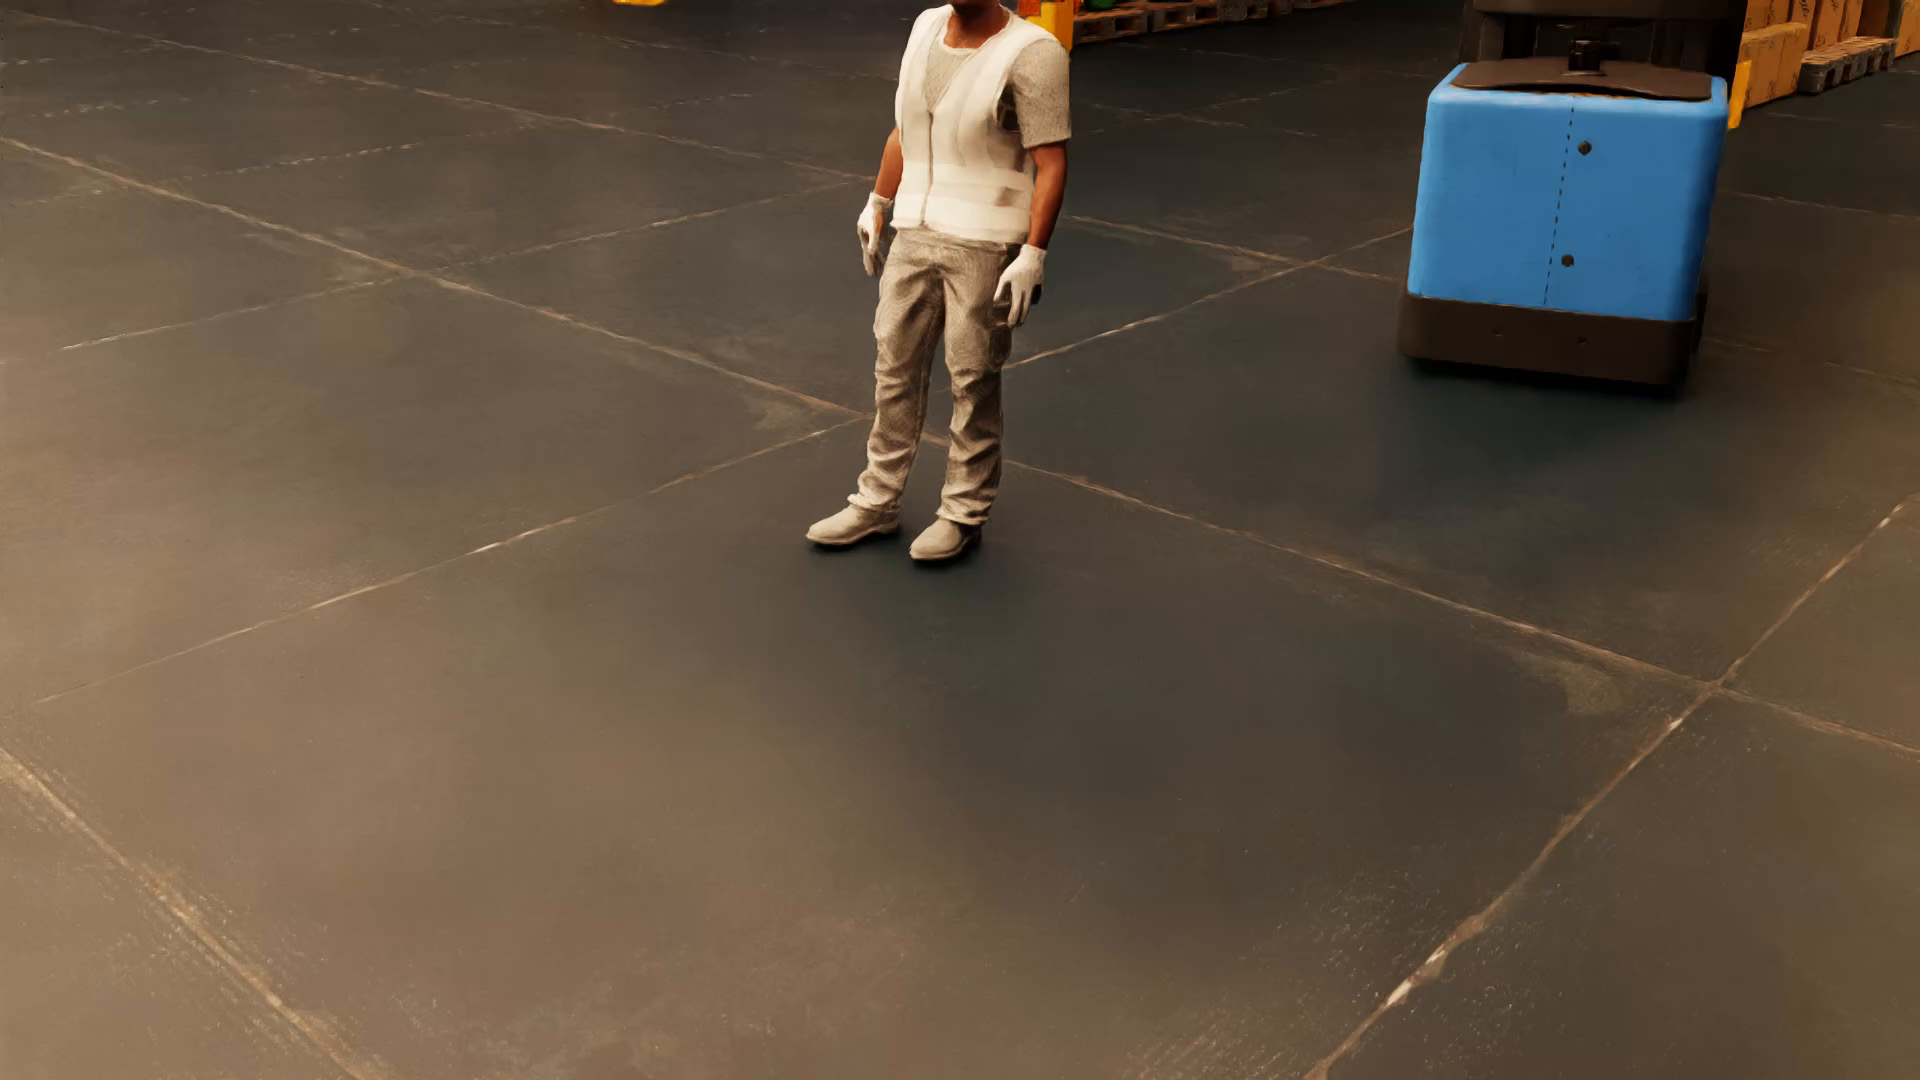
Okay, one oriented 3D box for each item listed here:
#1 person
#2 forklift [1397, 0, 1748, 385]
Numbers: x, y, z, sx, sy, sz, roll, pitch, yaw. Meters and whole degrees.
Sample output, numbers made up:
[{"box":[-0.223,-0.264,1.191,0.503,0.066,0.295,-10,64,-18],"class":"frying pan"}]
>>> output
[{"box":[-0.054,-0.804,4.572,0.655,1.782,0.576,20,31,38],"class":"person"},{"box":[2.735,-2.472,6.964,1.130,2.935,3.031,9,25,20],"class":"forklift"}]
